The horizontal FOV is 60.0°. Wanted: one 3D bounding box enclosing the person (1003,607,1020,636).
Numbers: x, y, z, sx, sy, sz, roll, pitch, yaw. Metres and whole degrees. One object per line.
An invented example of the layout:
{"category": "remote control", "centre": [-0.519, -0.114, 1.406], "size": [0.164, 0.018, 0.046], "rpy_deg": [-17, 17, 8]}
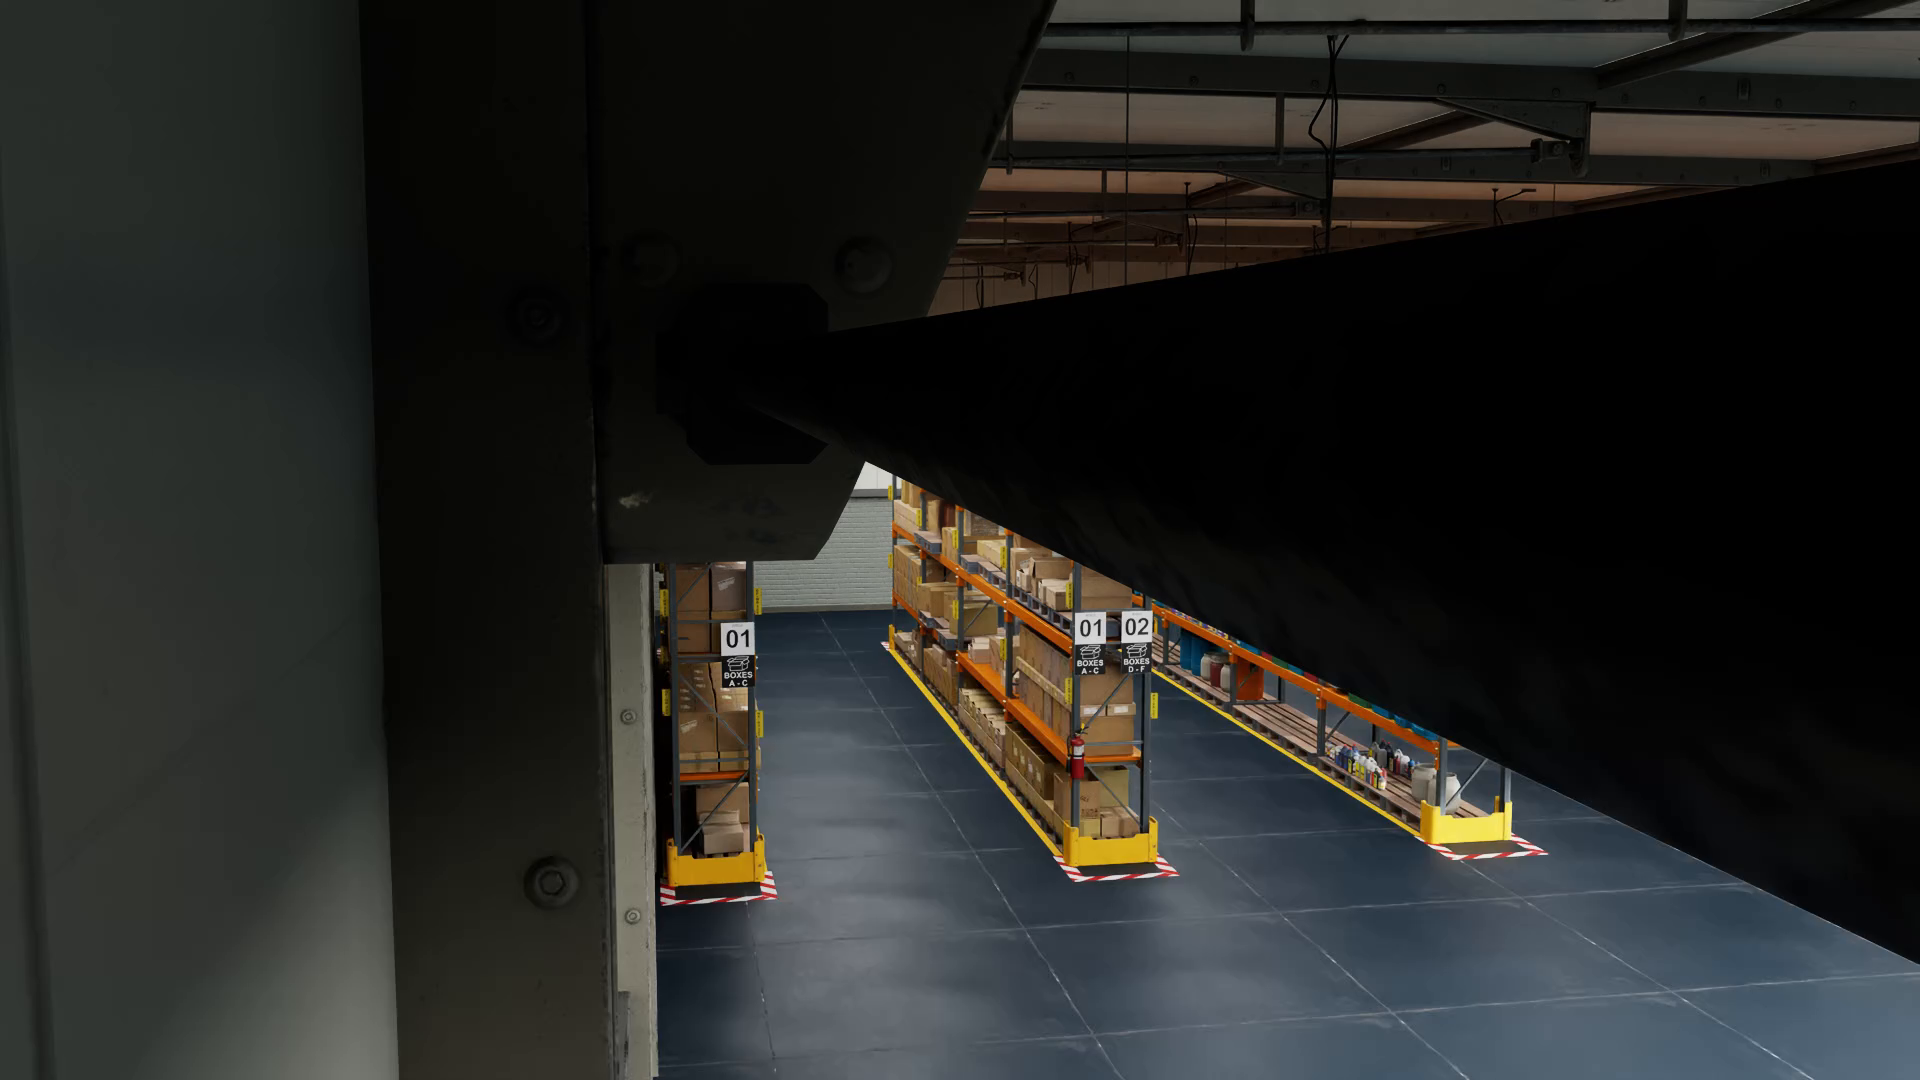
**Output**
{"category": "person", "centre": [1.241, 1.446, 37.185], "size": [0.582, 1.798, 0.555], "rpy_deg": [-5, 8, -38]}
